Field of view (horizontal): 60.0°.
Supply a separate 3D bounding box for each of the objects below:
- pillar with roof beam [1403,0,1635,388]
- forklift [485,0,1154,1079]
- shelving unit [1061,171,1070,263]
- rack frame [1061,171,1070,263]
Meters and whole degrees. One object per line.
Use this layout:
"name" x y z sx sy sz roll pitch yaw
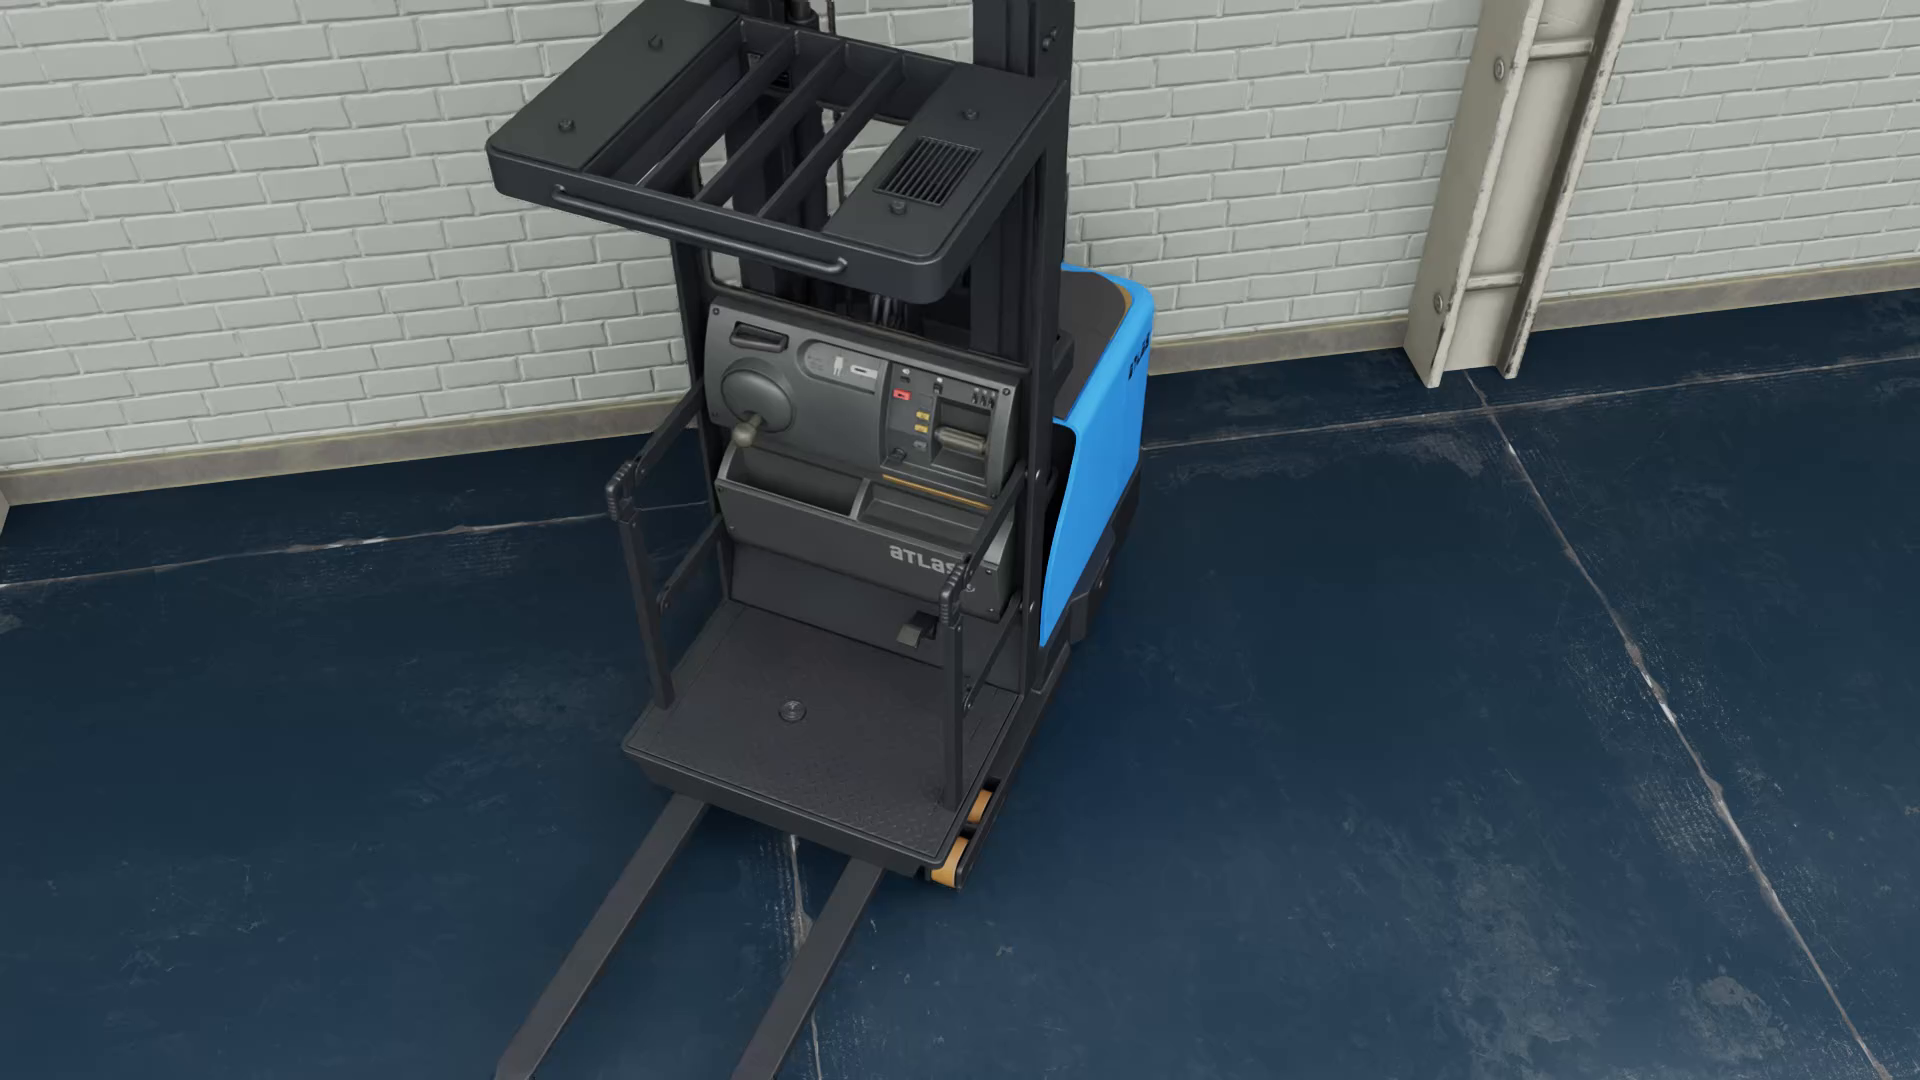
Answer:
"pillar with roof beam" 2.826 -0.827 0.798 0.400 9.000 9.100 -7 46 -7
"forklift" -0.372 -0.290 4.494 1.130 2.935 3.031 17 48 16
"shelving unit" 0.103 -0.843 6.224 0.503 1.200 0.258 14 46 13
"rack frame" 0.333 -0.785 6.168 0.015 1.200 0.240 14 46 13
